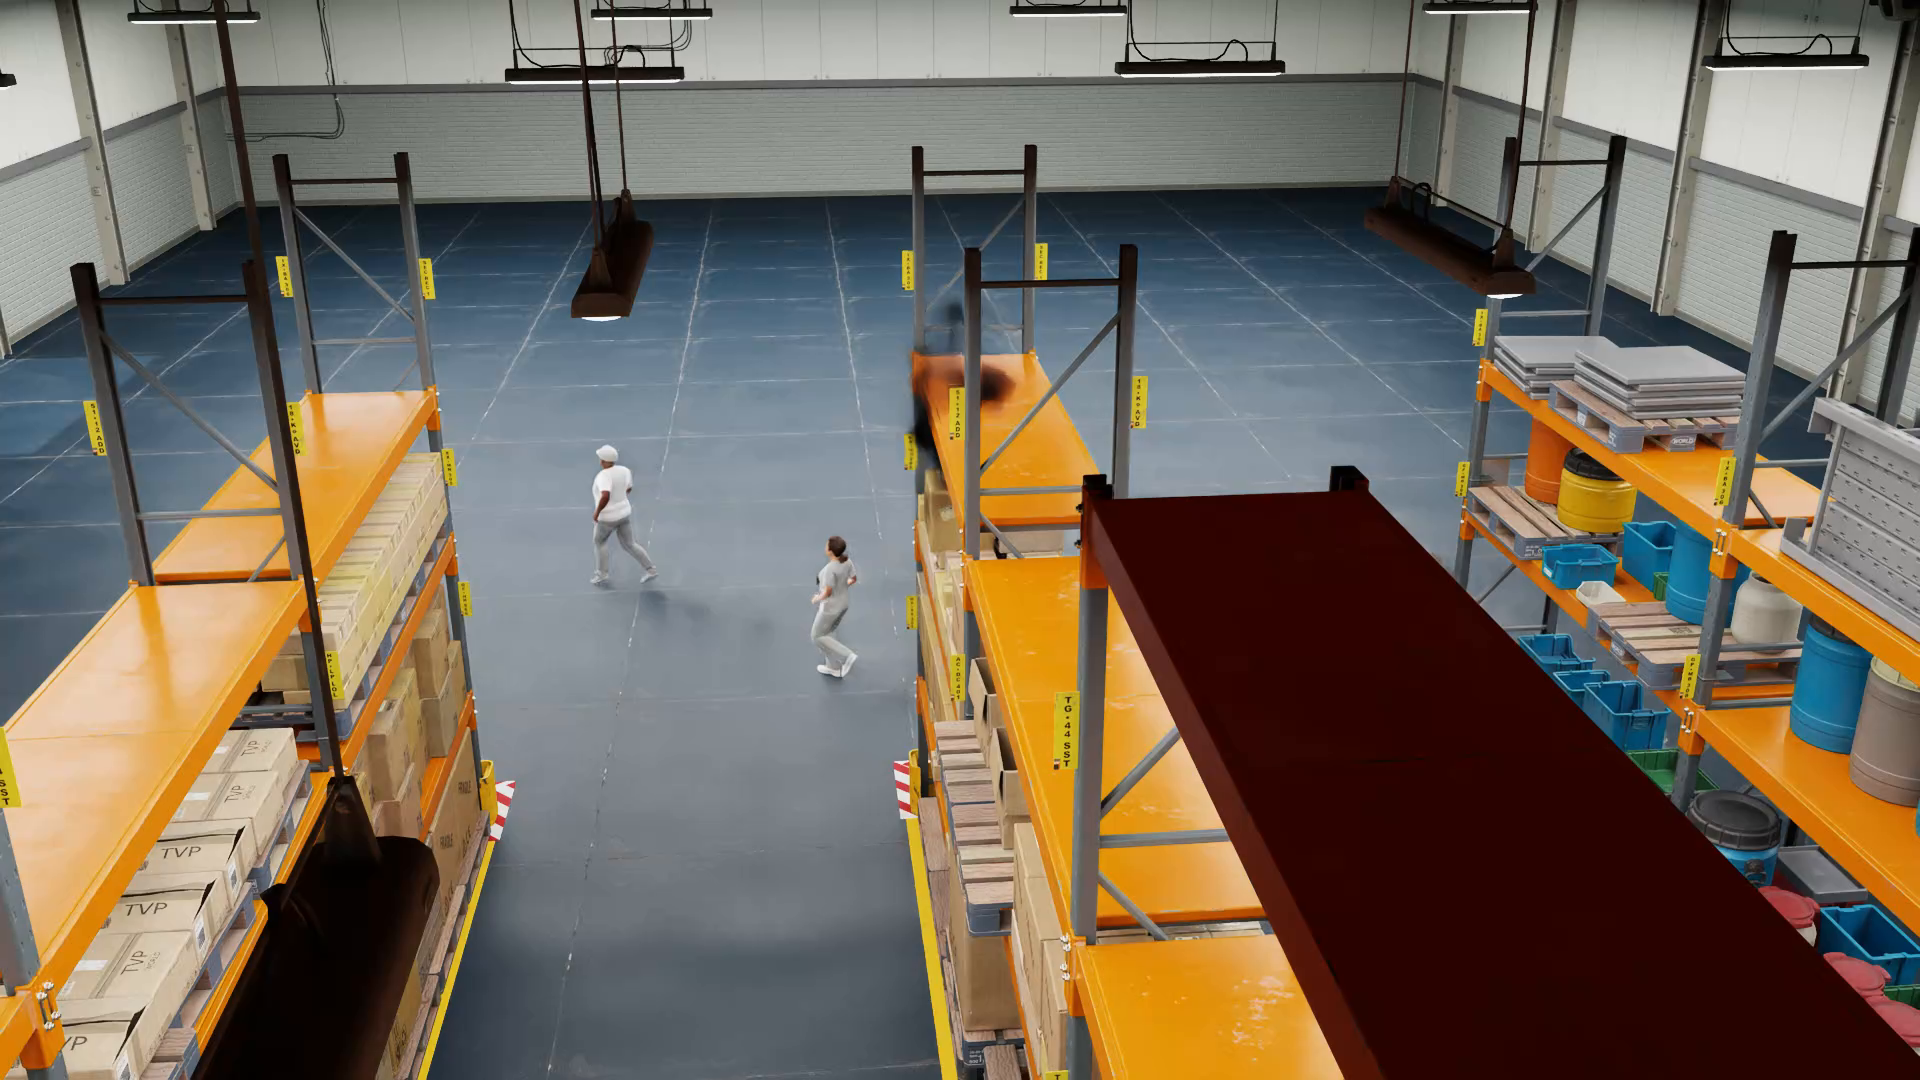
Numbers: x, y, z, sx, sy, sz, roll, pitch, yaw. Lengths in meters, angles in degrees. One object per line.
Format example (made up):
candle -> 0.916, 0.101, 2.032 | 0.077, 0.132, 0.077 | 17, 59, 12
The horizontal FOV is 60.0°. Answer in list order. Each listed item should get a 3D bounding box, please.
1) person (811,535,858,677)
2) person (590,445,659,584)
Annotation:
person -> -1.302, 0.712, 17.637 | 0.593, 1.616, 0.561 | 13, 25, 29
person -> -4.098, -0.245, 19.862 | 0.948, 1.801, 0.712 | 15, 26, 33
